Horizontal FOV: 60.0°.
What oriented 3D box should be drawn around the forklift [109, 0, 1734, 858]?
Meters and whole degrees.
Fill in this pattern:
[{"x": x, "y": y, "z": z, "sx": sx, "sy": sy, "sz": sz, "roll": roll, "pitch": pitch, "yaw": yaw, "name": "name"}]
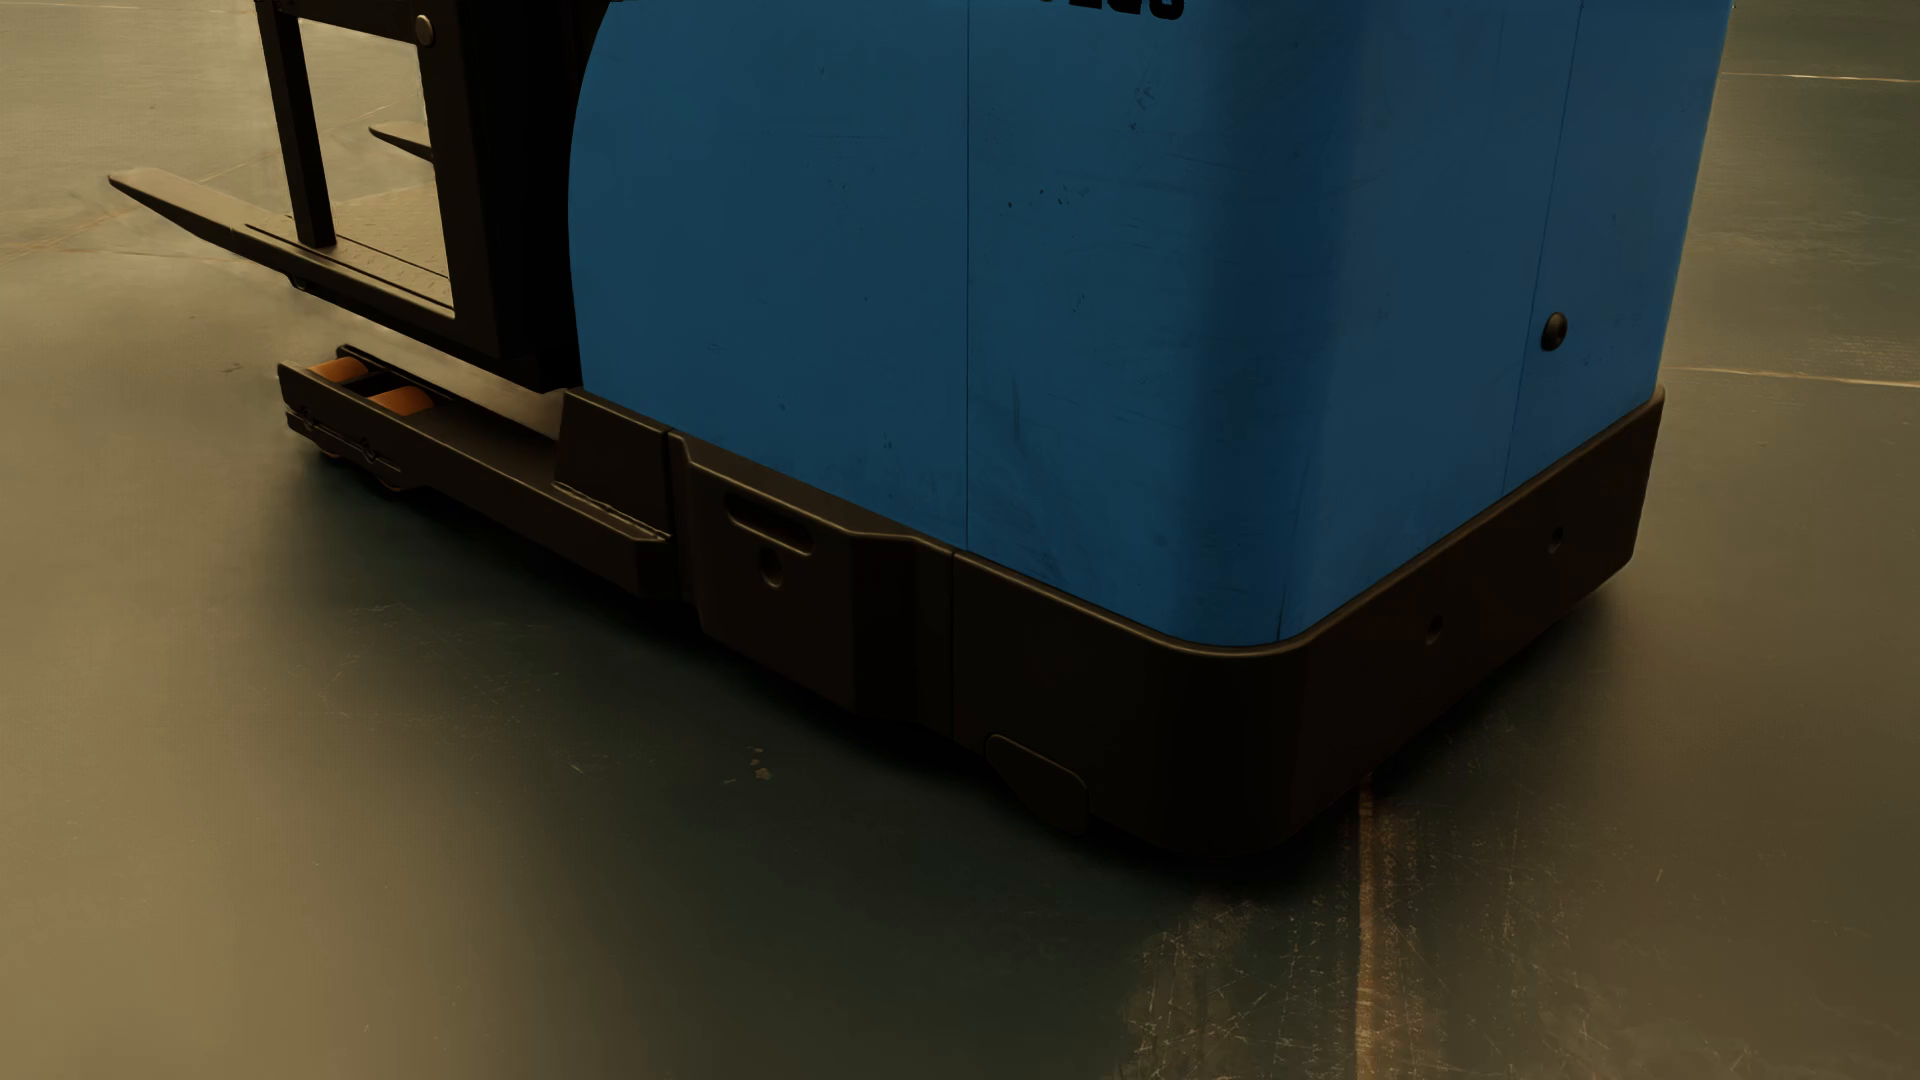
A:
[{"x": -0.483, "y": -1.537, "z": 2.292, "sx": 3.031, "sy": 2.935, "sz": 1.130, "roll": 23, "pitch": 35, "yaw": 37, "name": "forklift"}]
